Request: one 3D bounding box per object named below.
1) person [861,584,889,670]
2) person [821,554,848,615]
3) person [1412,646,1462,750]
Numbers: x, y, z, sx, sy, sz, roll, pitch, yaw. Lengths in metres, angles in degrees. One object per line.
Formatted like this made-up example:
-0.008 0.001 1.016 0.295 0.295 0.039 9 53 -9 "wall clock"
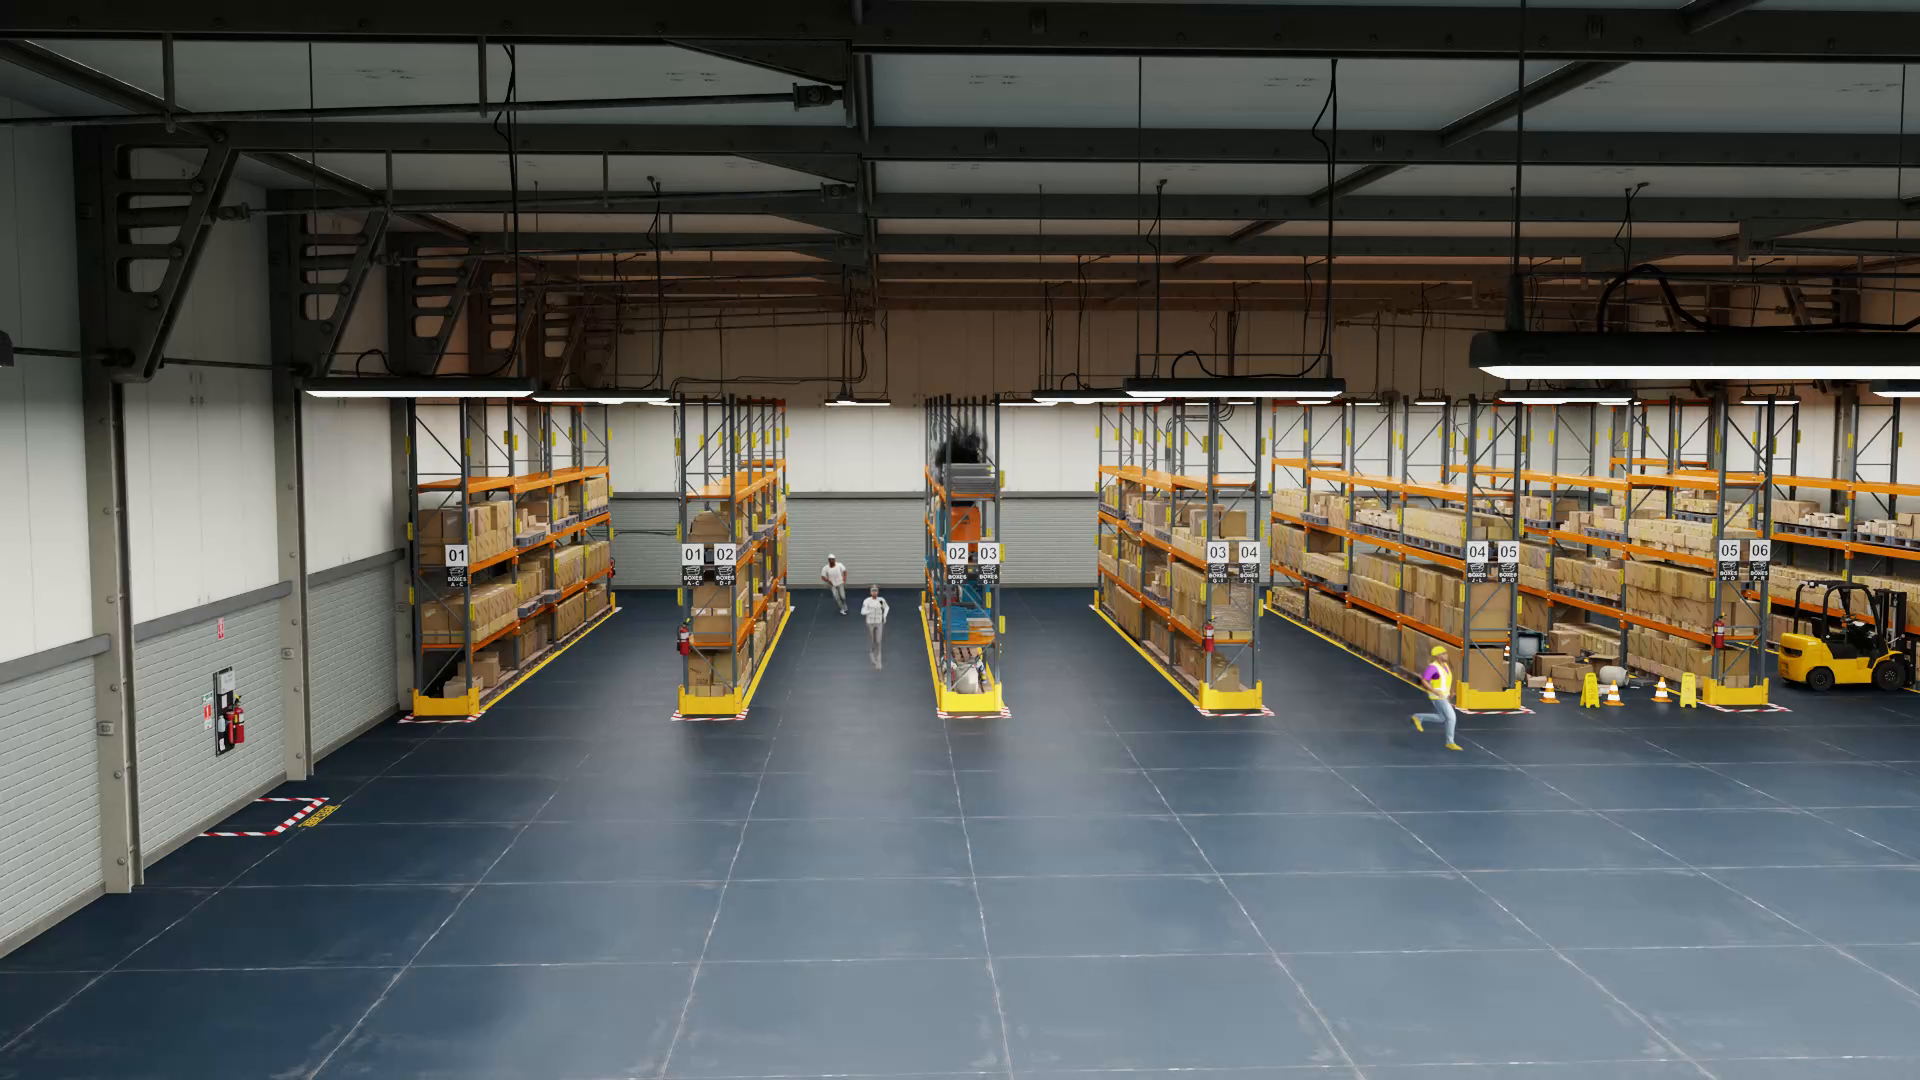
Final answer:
-1.792 1.827 35.118 0.594 1.795 0.686 0 5 -4 "person"
-3.476 1.236 46.161 0.738 1.687 0.582 -1 5 -10 "person"
8.087 2.657 28.167 0.903 1.738 0.693 3 5 33 "person"
